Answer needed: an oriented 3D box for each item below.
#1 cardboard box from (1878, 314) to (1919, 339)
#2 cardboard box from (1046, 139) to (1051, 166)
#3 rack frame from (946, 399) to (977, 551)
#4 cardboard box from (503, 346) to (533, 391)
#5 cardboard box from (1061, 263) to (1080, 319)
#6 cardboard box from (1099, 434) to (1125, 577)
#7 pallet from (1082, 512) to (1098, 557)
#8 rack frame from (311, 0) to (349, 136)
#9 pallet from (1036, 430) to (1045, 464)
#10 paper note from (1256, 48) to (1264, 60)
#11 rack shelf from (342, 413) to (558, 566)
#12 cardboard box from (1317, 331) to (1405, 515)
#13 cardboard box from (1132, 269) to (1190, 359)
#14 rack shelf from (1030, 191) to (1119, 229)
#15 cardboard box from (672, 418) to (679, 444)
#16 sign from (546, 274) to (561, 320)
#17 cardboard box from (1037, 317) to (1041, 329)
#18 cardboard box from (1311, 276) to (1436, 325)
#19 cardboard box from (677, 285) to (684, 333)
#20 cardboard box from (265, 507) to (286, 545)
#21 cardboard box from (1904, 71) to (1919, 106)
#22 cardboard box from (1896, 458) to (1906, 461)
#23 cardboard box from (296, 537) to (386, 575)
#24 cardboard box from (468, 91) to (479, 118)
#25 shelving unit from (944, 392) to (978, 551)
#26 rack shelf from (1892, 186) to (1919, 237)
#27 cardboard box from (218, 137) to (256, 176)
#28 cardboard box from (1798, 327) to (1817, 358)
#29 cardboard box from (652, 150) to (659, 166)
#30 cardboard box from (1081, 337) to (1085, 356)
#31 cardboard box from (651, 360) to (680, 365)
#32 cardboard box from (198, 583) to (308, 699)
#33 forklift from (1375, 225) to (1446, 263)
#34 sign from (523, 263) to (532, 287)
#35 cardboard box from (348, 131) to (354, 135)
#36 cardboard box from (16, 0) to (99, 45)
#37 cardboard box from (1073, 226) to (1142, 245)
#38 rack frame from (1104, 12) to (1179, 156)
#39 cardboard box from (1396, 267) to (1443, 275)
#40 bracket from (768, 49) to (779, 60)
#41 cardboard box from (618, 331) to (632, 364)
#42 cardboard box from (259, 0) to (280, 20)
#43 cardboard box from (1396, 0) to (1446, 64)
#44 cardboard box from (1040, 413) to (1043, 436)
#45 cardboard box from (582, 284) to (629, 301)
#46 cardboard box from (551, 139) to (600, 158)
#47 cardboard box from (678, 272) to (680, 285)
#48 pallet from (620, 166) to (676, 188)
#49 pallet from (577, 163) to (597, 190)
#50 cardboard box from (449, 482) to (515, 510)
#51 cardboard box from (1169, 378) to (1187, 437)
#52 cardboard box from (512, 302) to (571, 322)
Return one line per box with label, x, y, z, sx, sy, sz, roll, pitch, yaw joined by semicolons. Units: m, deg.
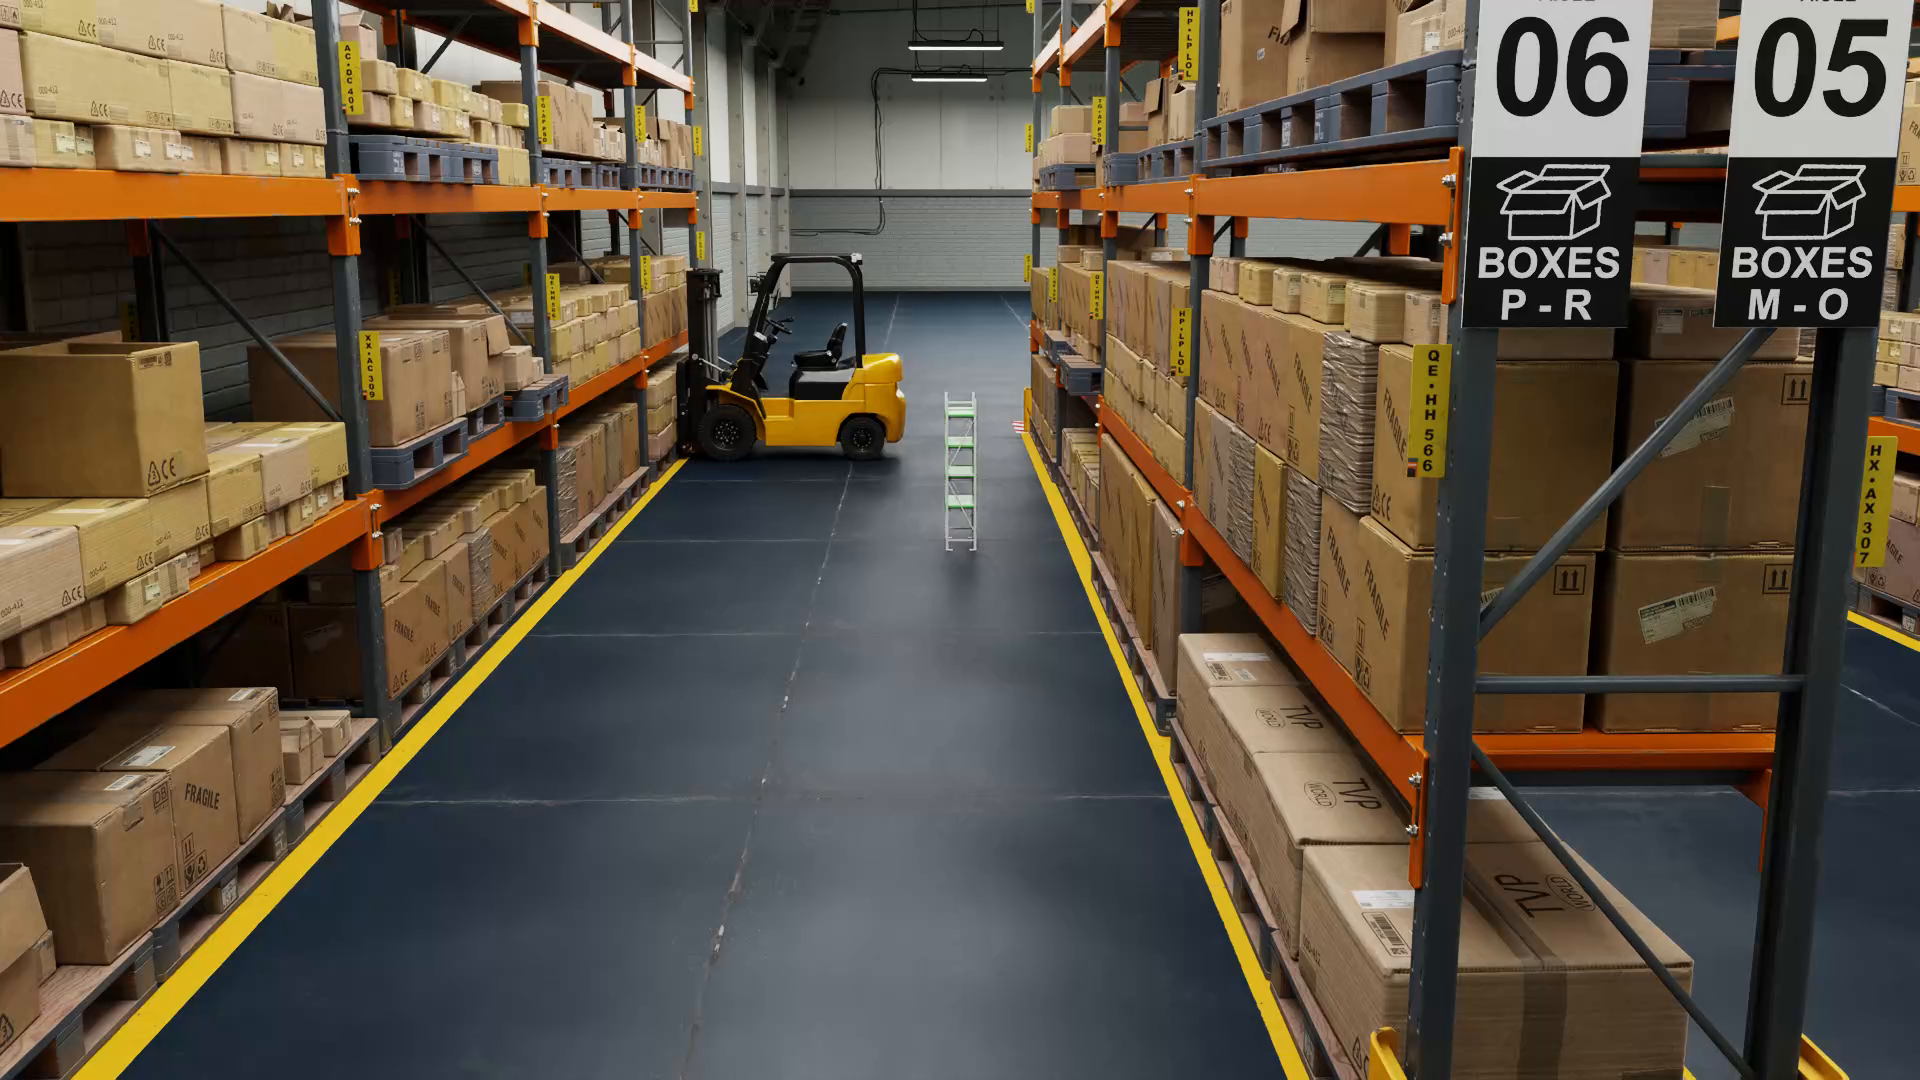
cardboard box;6.295;-1.439;11.188;0.380;0.149;0.250;0;11;-1
cardboard box;1.052;-3.499;15.039;0.500;0.250;0.500;-1;11;-3
rack frame;0.008;-0.507;13.039;0.240;1.200;0.015;0;11;-1
cardboard box;-3.094;-1.122;10.867;0.500;0.250;0.500;-1;11;-4
cardboard box;1.175;-2.221;14.907;0.500;0.500;0.500;0;11;-1
cardboard box;1.455;-0.246;11.516;0.875;0.875;0.875;0;11;-2
pallet;1.509;-0.008;13.068;1.003;0.211;1.213;0;11;-1
rack frame;-3.356;-3.343;7.405;1.000;3.000;0.127;0;11;-1
pallet;1.363;-1.024;18.077;1.003;0.211;1.213;0;11;-1
paper note;1.063;-1.722;5.892;0.006;0.032;0.123;0;11;-1
rack shelf;-3.398;-0.448;10.033;1.077;0.370;4.000;0;11;-1
cardboard box;1.401;-0.367;5.056;0.500;0.500;0.500;0;11;-1
cardboard box;1.311;-1.357;9.940;0.500;0.500;0.500;0;11;0
rack shelf;1.399;-3.530;17.677;1.077;0.370;4.000;0;11;-1
cardboard box;-3.253;-1.152;17.553;0.500;0.250;0.500;0;11;0
sign;-2.897;-1.731;11.834;0.100;0.325;0.005;0;11;-1
cardboard box;1.061;-2.464;18.793;0.380;0.149;0.250;0;11;0
cardboard box;1.400;-0.810;5.609;0.380;0.149;0.250;0;11;0
cardboard box;-3.319;-2.536;18.262;0.500;0.500;0.500;0;11;-2
cardboard box;-3.062;-0.062;6.953;0.380;0.149;0.250;0;11;0
cardboard box;6.259;-2.919;10.684;0.396;0.266;0.258;0;11;-1
cardboard box;6.243;-0.470;11.676;0.500;0.250;0.500;-1;11;-4
cardboard box;-3.158;0.080;8.470;0.380;0.149;0.250;0;11;-2
cardboard box;-3.109;-2.611;9.966;0.380;0.149;0.250;0;11;-1
shelving unit;0.003;-0.555;13.278;0.258;1.200;0.503;0;11;-1
rack shelf;6.512;-1.980;10.038;1.077;0.370;4.000;0;11;-1
cardboard box;-3.054;-1.529;6.638;0.380;0.149;0.250;0;11;-1
cardboard box;6.193;-1.397;12.650;0.500;0.500;0.500;0;11;-1
cardboard box;-3.243;-3.838;16.714;0.380;0.149;0.250;0;11;1
cardboard box;1.156;-1.519;13.079;0.380;0.149;0.250;-1;11;-4
cardboard box;-3.246;-1.845;18.452;0.500;0.250;0.500;0;11;0
cardboard box;-3.662;0.520;8.683;0.500;0.500;0.500;0;11;-1
forklift;3.368;-0.999;11.111;1.130;2.935;3.031;0;11;1
sign;-4.077;-2.454;15.733;0.100;0.325;0.005;0;11;-1
cardboard box;-3.509;-2.271;8.988;0.380;0.149;0.250;-1;11;-3
cardboard box;-3.048;-1.685;5.150;0.500;0.250;0.500;0;11;-2
cardboard box;1.575;-3.092;17.743;0.700;0.500;0.500;0;11;-2
rack frame;1.523;-4.159;11.428;1.000;3.000;0.127;0;11;-1
cardboard box;1.894;-0.967;6.383;0.380;0.149;0.250;0;11;-2
bracket;-4.624;-12.040;41.221;0.235;0.232;0.430;0;11;-1
cardboard box;-3.234;-1.721;14.874;0.500;0.250;0.500;0;11;-1
cardboard box;-3.431;-2.414;7.904;0.396;0.266;0.258;0;11;-2
cardboard box;1.708;-1.608;5.313;0.500;0.311;0.500;0;11;0
cardboard box;1.125;-1.296;18.265;0.500;0.250;0.500;1;11;3
cardboard box;-3.293;-2.293;15.435;0.380;0.149;0.250;0;11;1
cardboard box;-3.179;-3.224;13.688;0.380;0.149;0.250;0;11;-2
cardboard box;-3.292;-2.883;18.342;0.380;0.149;0.250;-1;11;-3
pallet;-3.588;-3.831;17.578;1.003;0.211;1.213;0;11;-1
pallet;-3.569;-2.933;13.400;1.003;0.211;1.213;0;11;1
cardboard box;-3.178;-0.293;11.059;0.380;0.149;0.250;-1;11;-3
cardboard box;1.354;-0.682;8.498;0.500;0.250;0.500;0;11;-1
cardboard box;-3.189;-1.734;12.677;0.380;0.149;0.250;0;11;0
